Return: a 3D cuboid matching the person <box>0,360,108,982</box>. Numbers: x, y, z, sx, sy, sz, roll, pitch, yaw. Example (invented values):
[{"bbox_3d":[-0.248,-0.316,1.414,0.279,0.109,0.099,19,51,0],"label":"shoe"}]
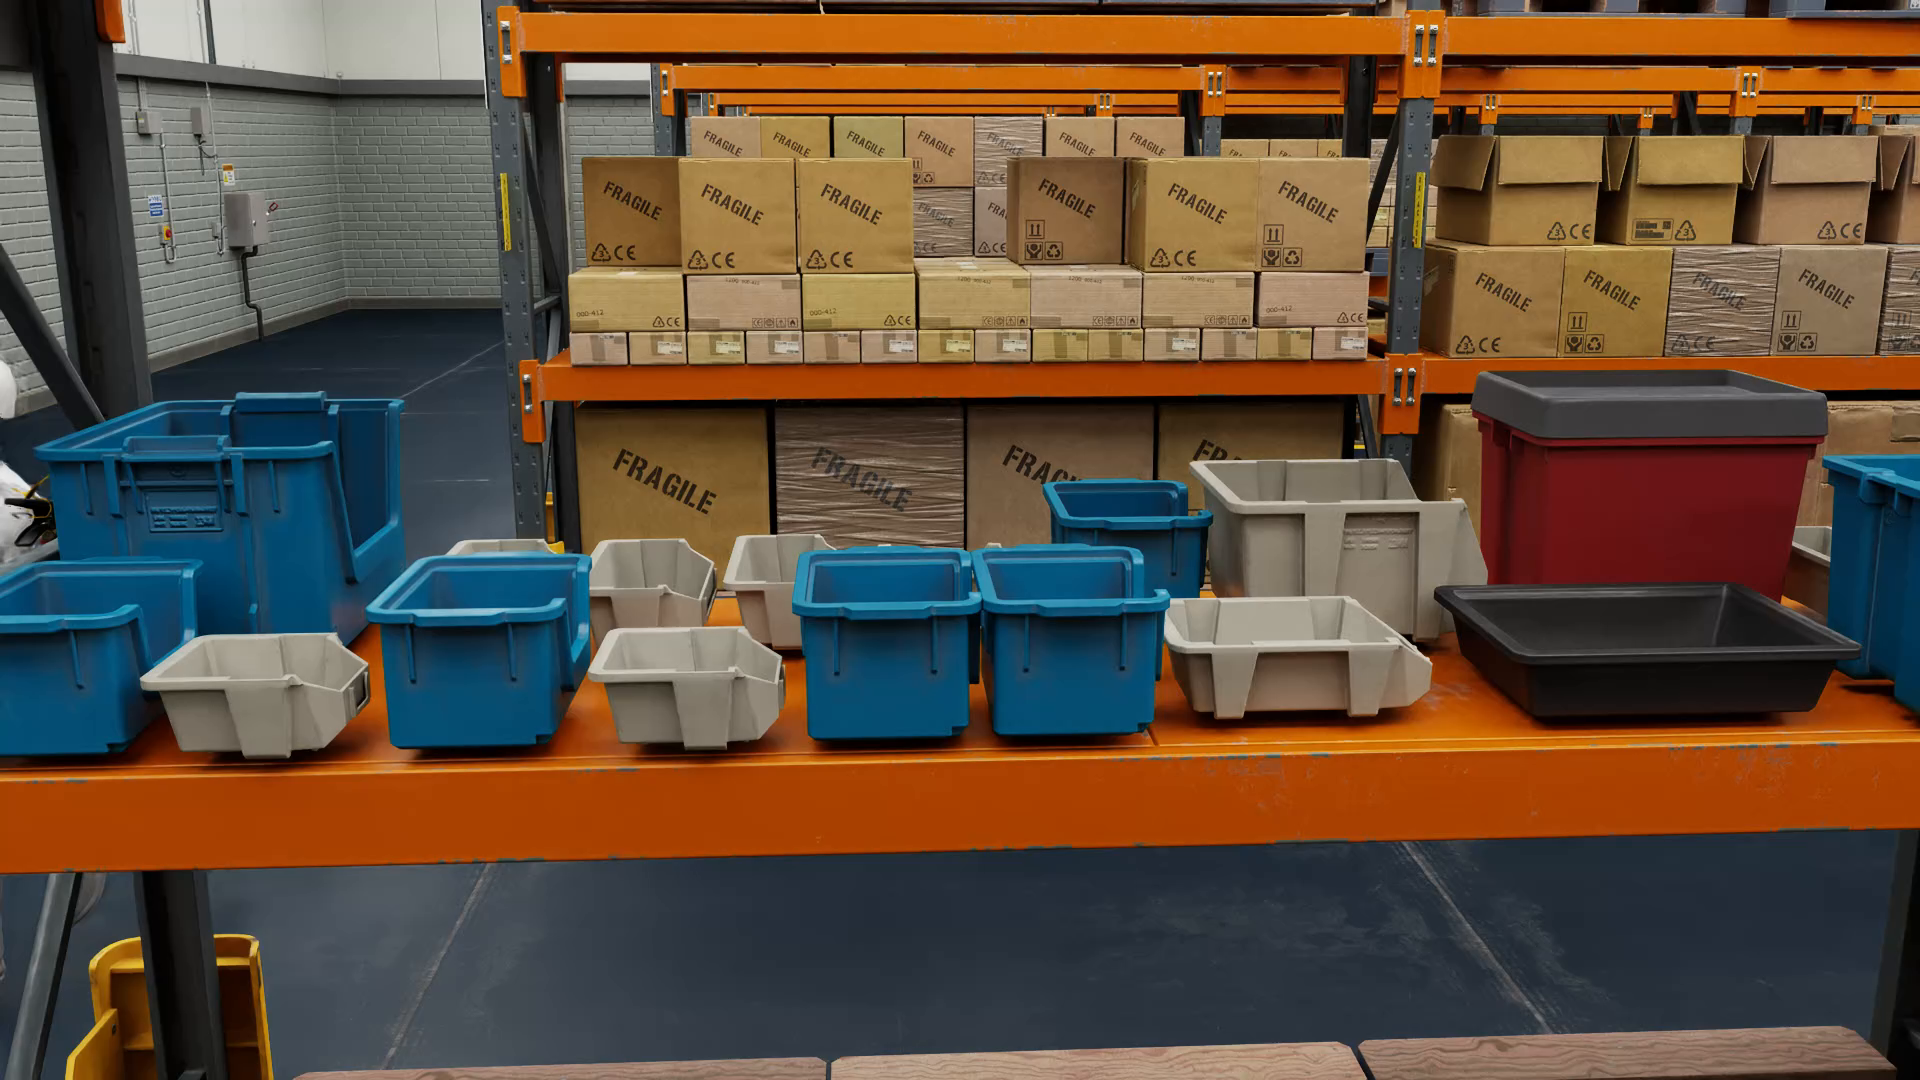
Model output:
[{"bbox_3d":[-2.577,0.368,4.353,0.546,1.745,0.724,12,18,42],"label":"person"}]
